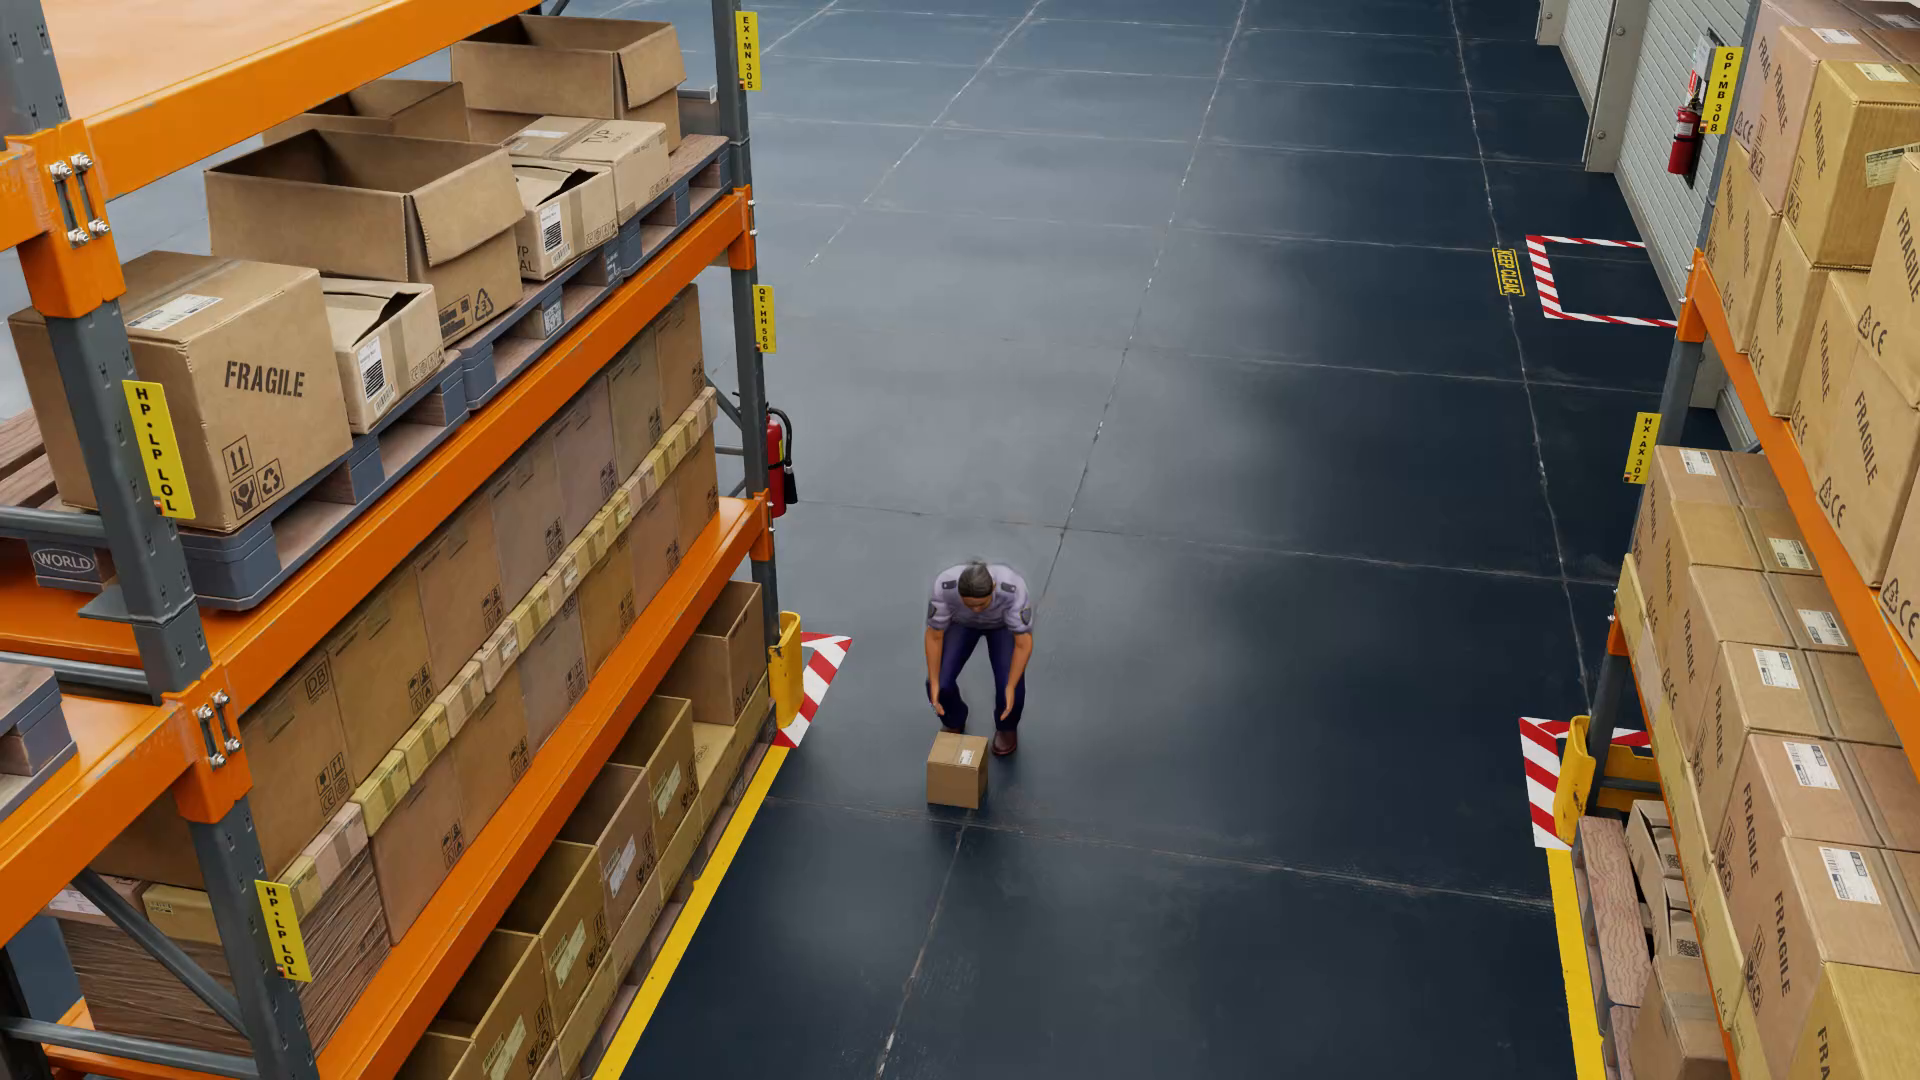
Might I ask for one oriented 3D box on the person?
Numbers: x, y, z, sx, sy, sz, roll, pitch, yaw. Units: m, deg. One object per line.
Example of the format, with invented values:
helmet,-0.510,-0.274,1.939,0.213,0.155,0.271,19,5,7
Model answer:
person,0.115,0.515,8.169,0.531,1.197,0.741,6,30,11
